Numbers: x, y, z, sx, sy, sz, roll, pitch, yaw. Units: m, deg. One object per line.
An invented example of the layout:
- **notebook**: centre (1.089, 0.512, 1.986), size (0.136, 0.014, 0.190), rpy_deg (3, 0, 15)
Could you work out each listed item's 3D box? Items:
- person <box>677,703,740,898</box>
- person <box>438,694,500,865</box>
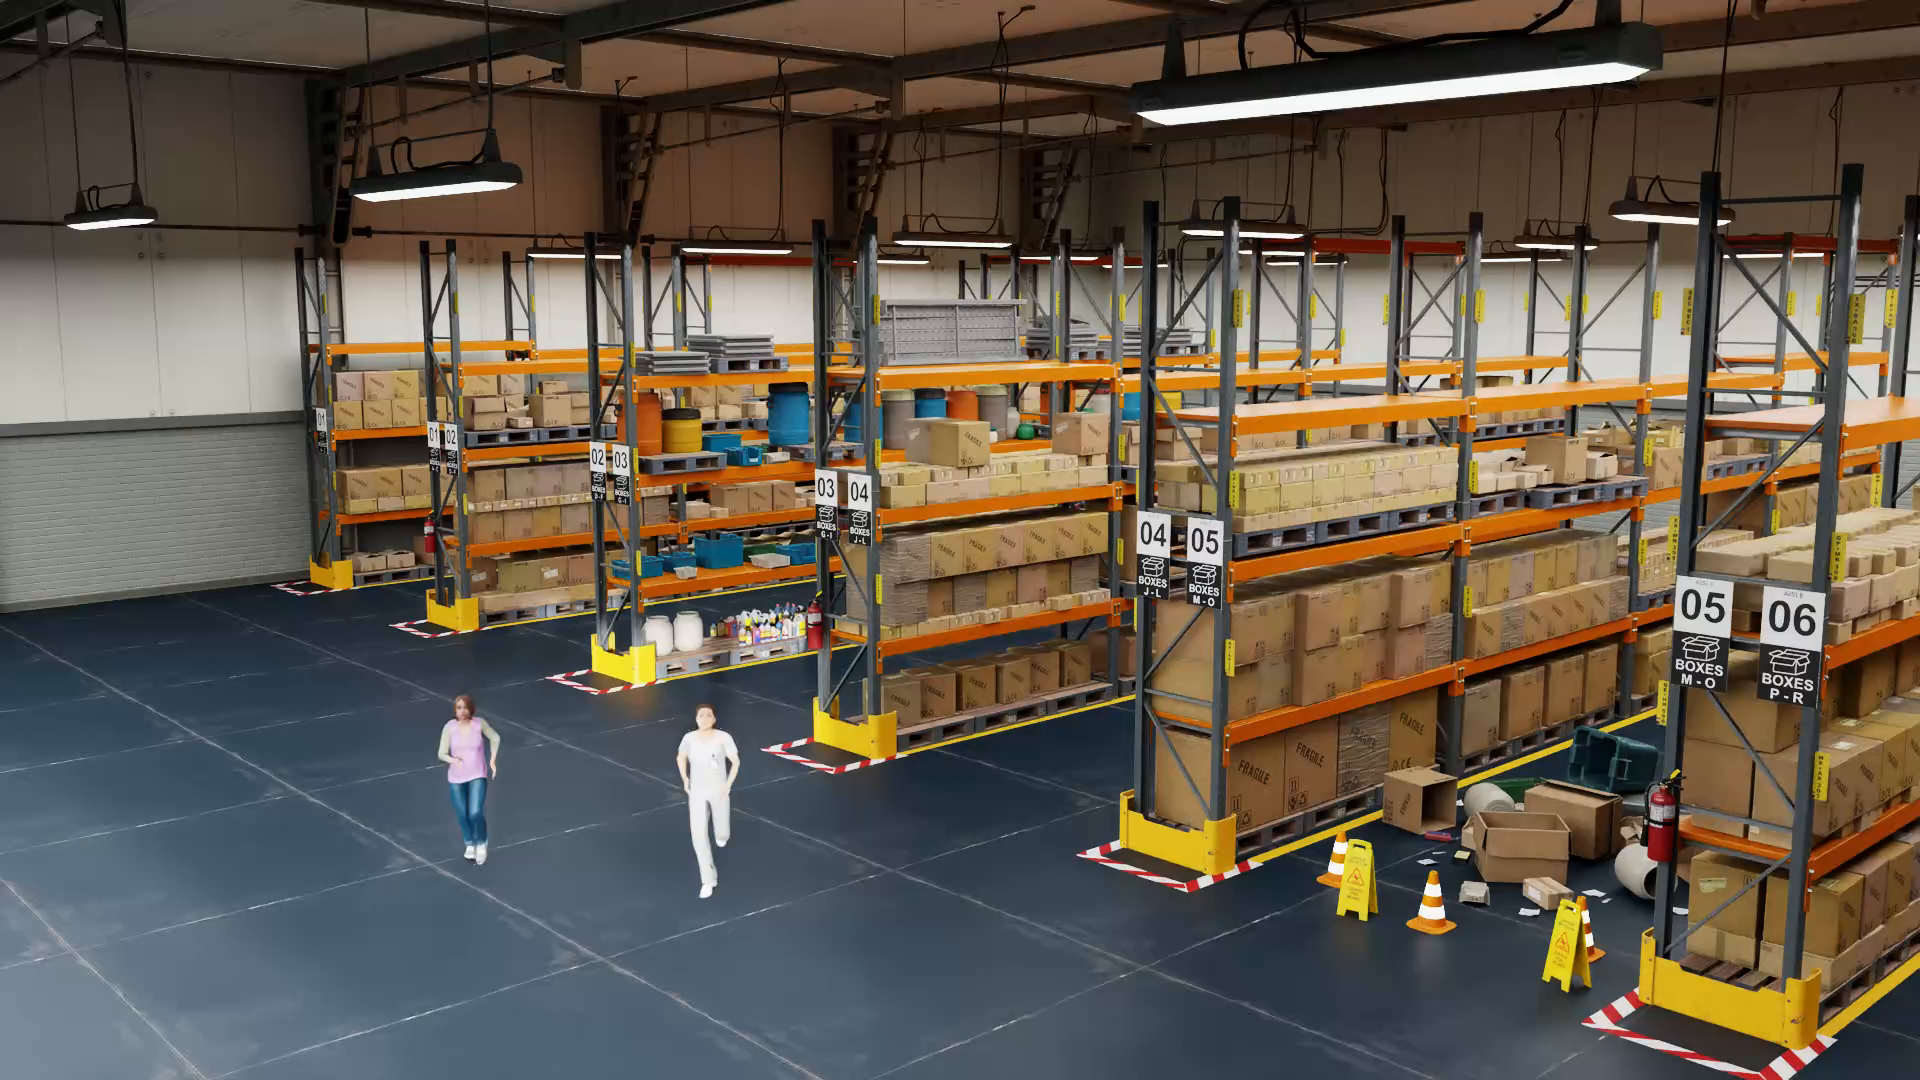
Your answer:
- **person**: centre (-2.226, 2.237, 14.727), size (0.558, 1.645, 0.898), rpy_deg (-1, 8, -5)
- **person**: centre (-4.452, 2.177, 15.072), size (0.510, 1.578, 0.644), rpy_deg (-1, 8, -7)
